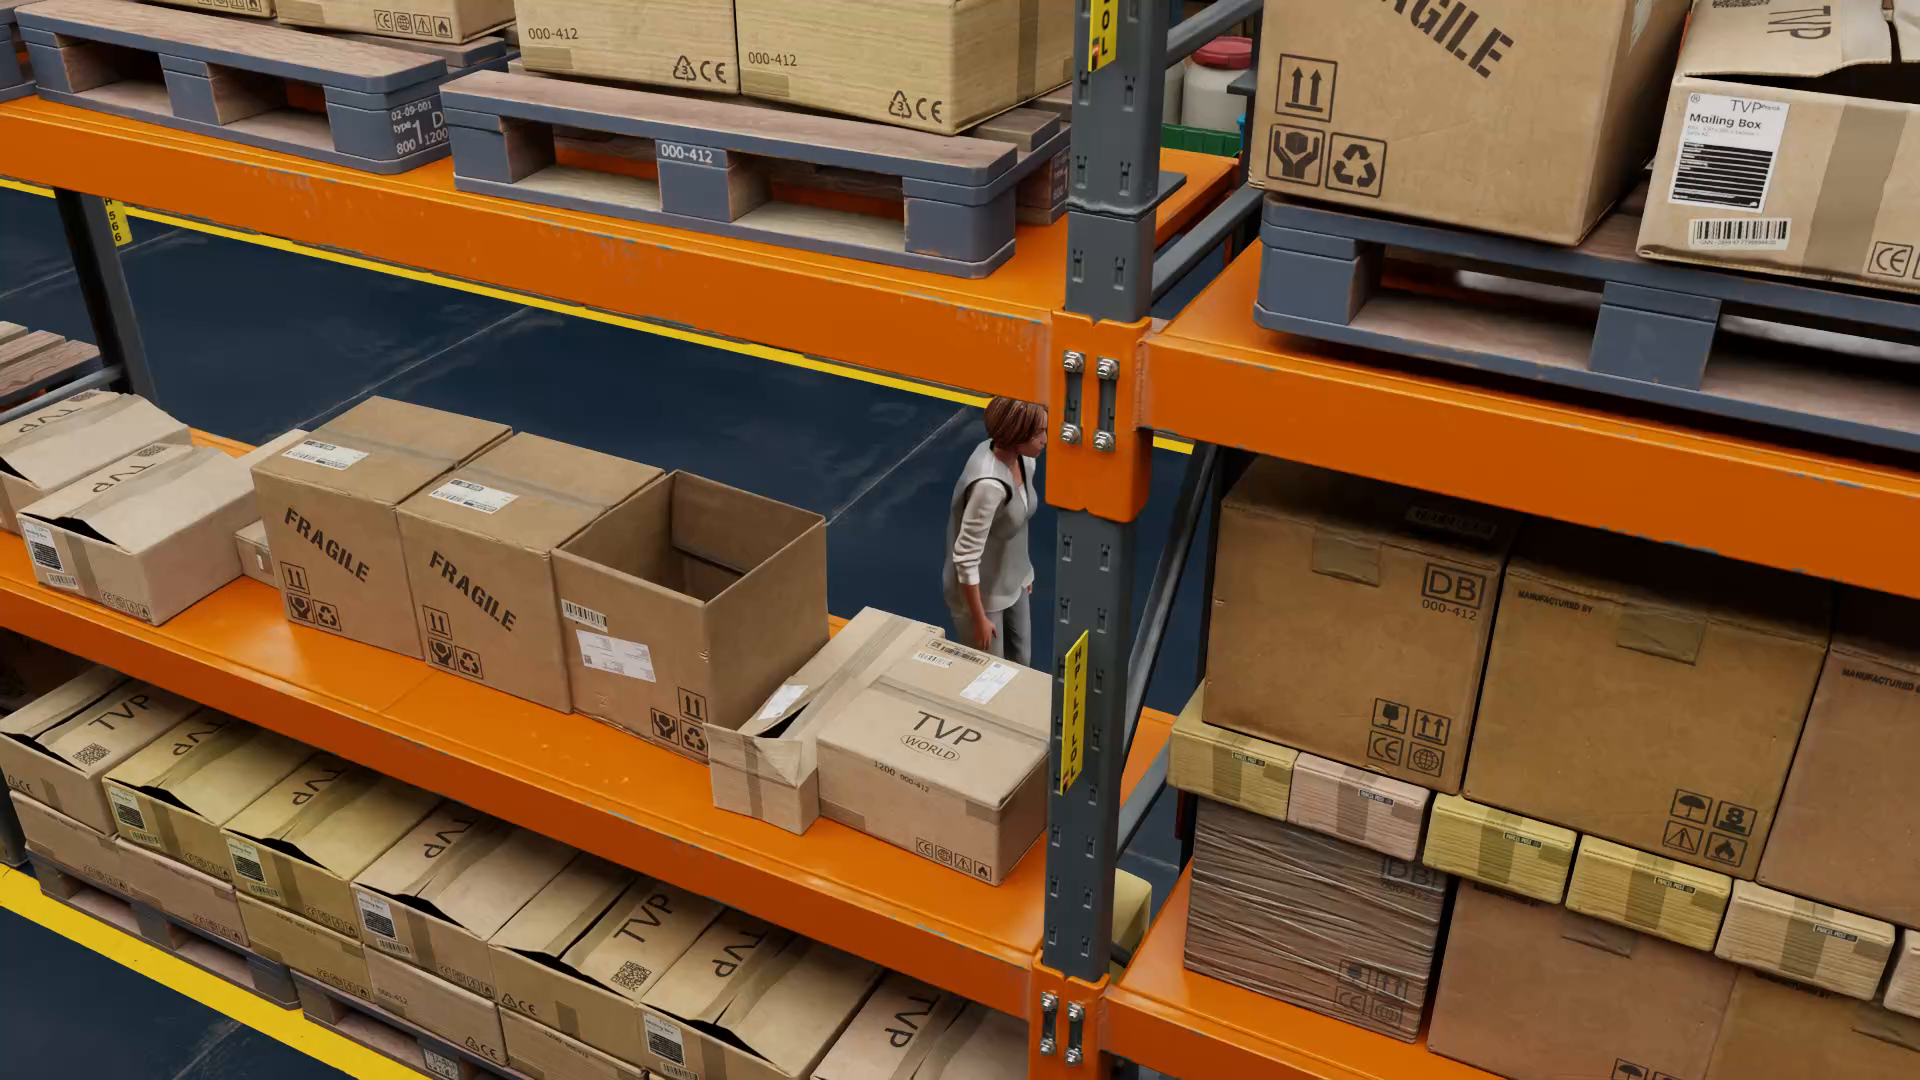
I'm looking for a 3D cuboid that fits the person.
[{"bbox_3d":[0.124,0.197,5.807,0.346,1.592,0.484,13,33,21],"label":"person"}]
